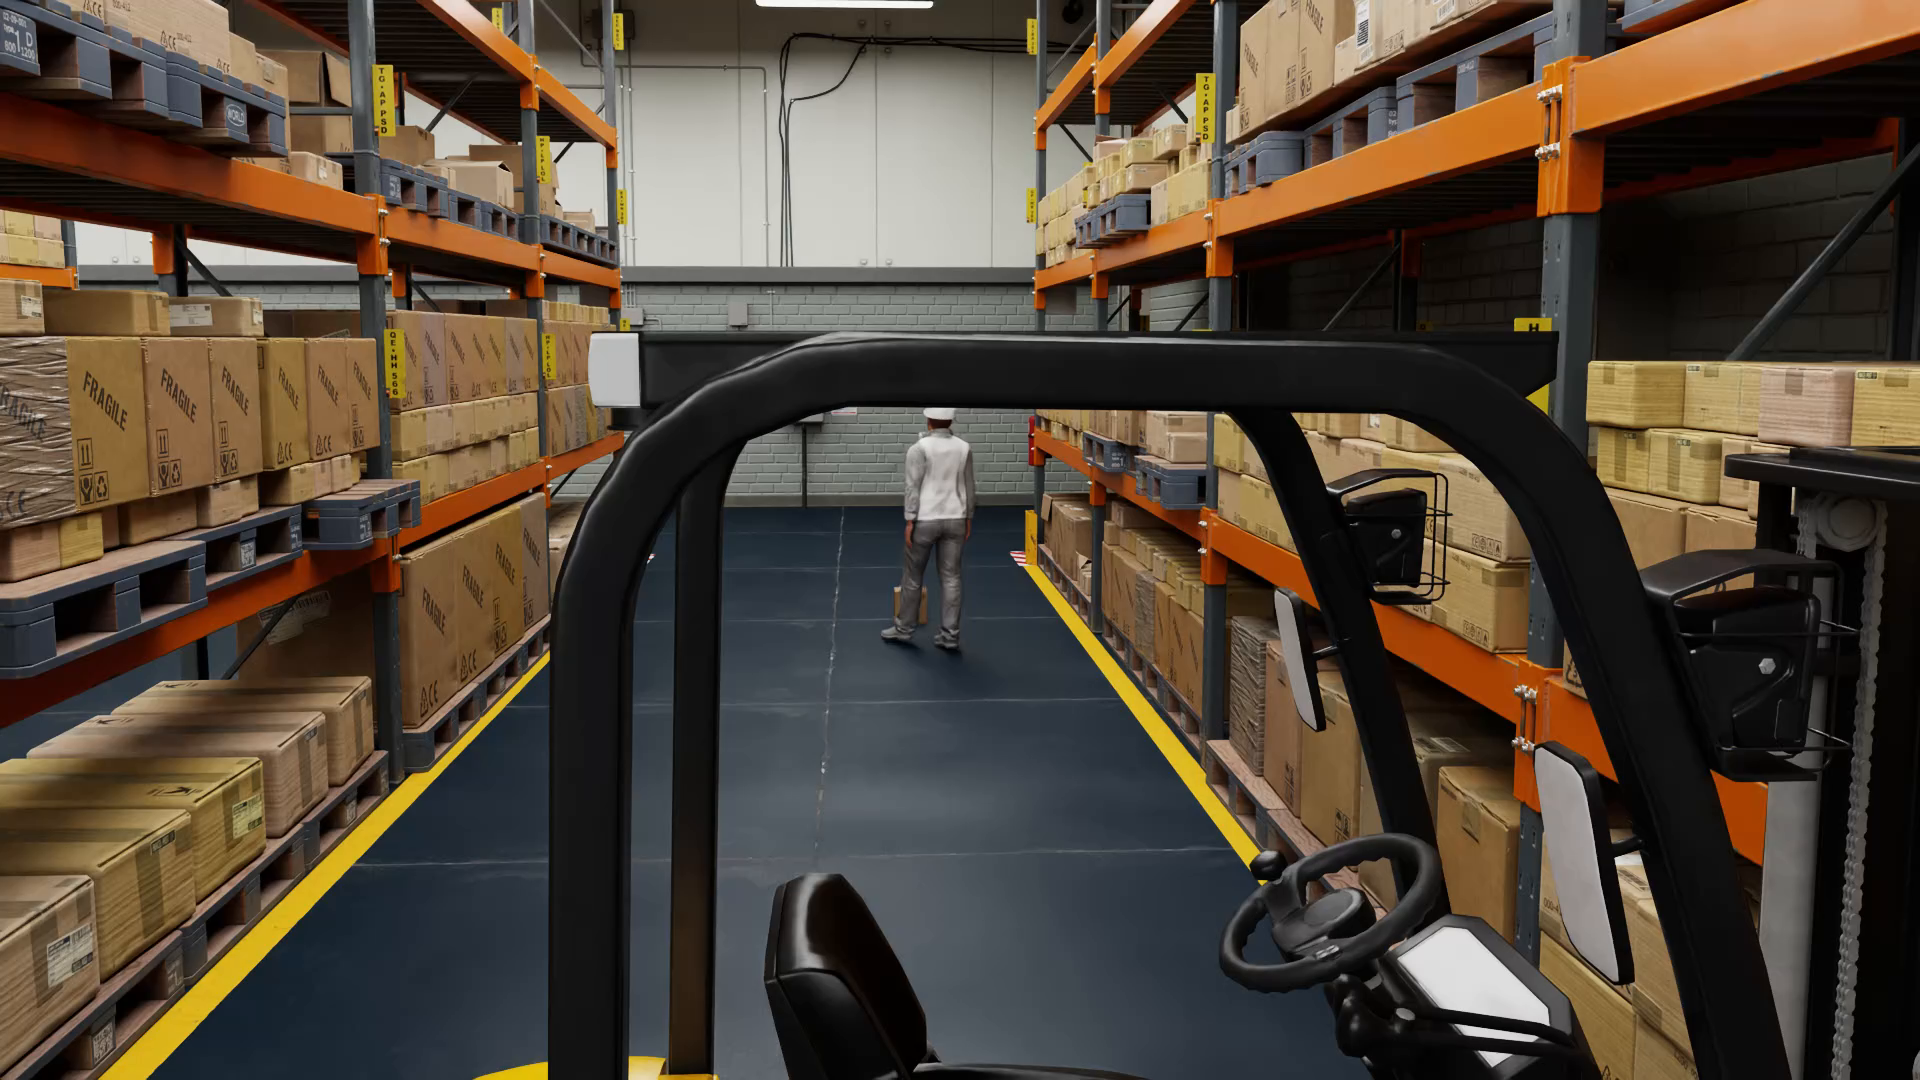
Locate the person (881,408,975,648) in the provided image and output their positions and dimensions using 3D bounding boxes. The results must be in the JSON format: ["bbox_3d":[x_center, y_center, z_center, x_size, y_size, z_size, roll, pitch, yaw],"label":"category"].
[{"bbox_3d":[-0.186,-0.148,11.753,0.571,1.759,0.708,-3,7,-24],"label":"person"}]
